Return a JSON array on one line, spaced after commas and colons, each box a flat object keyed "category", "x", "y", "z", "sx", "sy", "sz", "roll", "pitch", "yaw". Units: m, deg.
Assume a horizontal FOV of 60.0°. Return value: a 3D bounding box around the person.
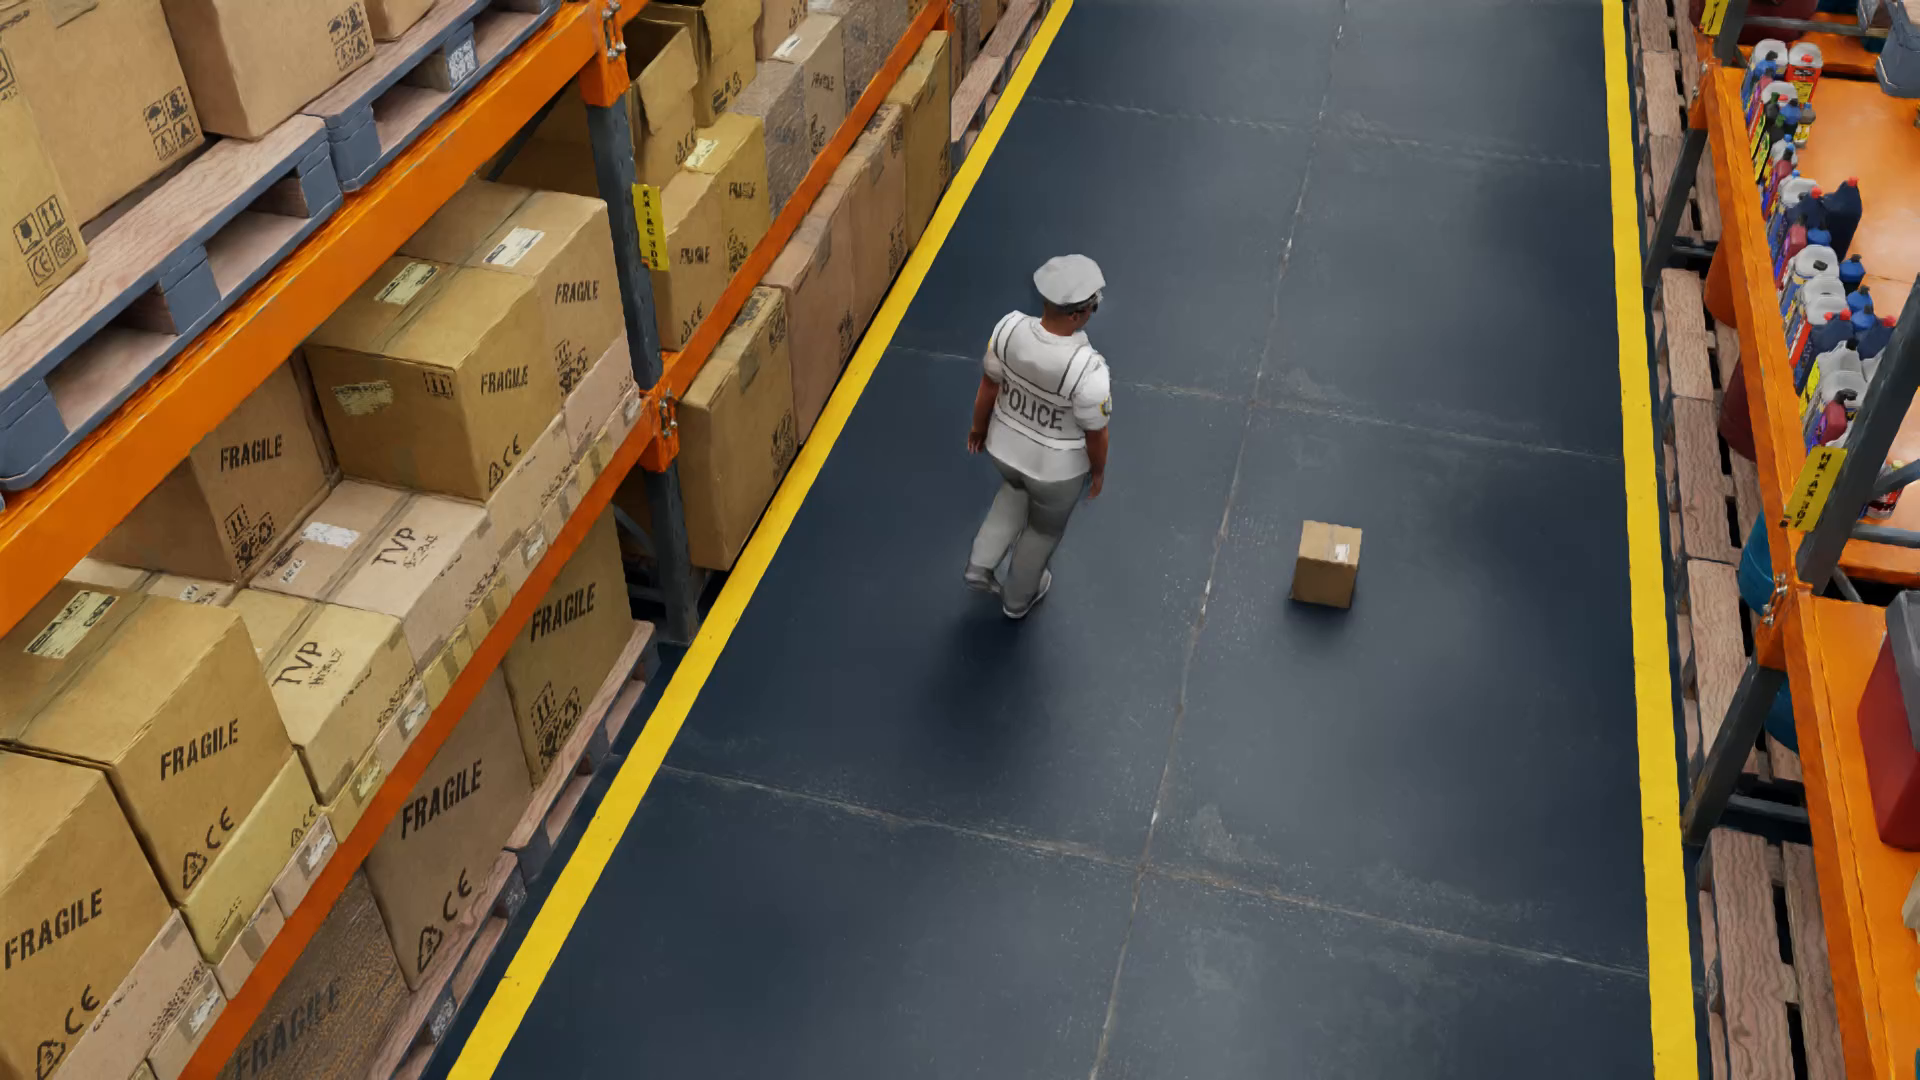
[{"category": "person", "x": 0.320, "y": -0.366, "z": 6.550, "sx": 0.637, "sy": 1.731, "sz": 0.483, "roll": 27, "pitch": 48, "yaw": 28}]
